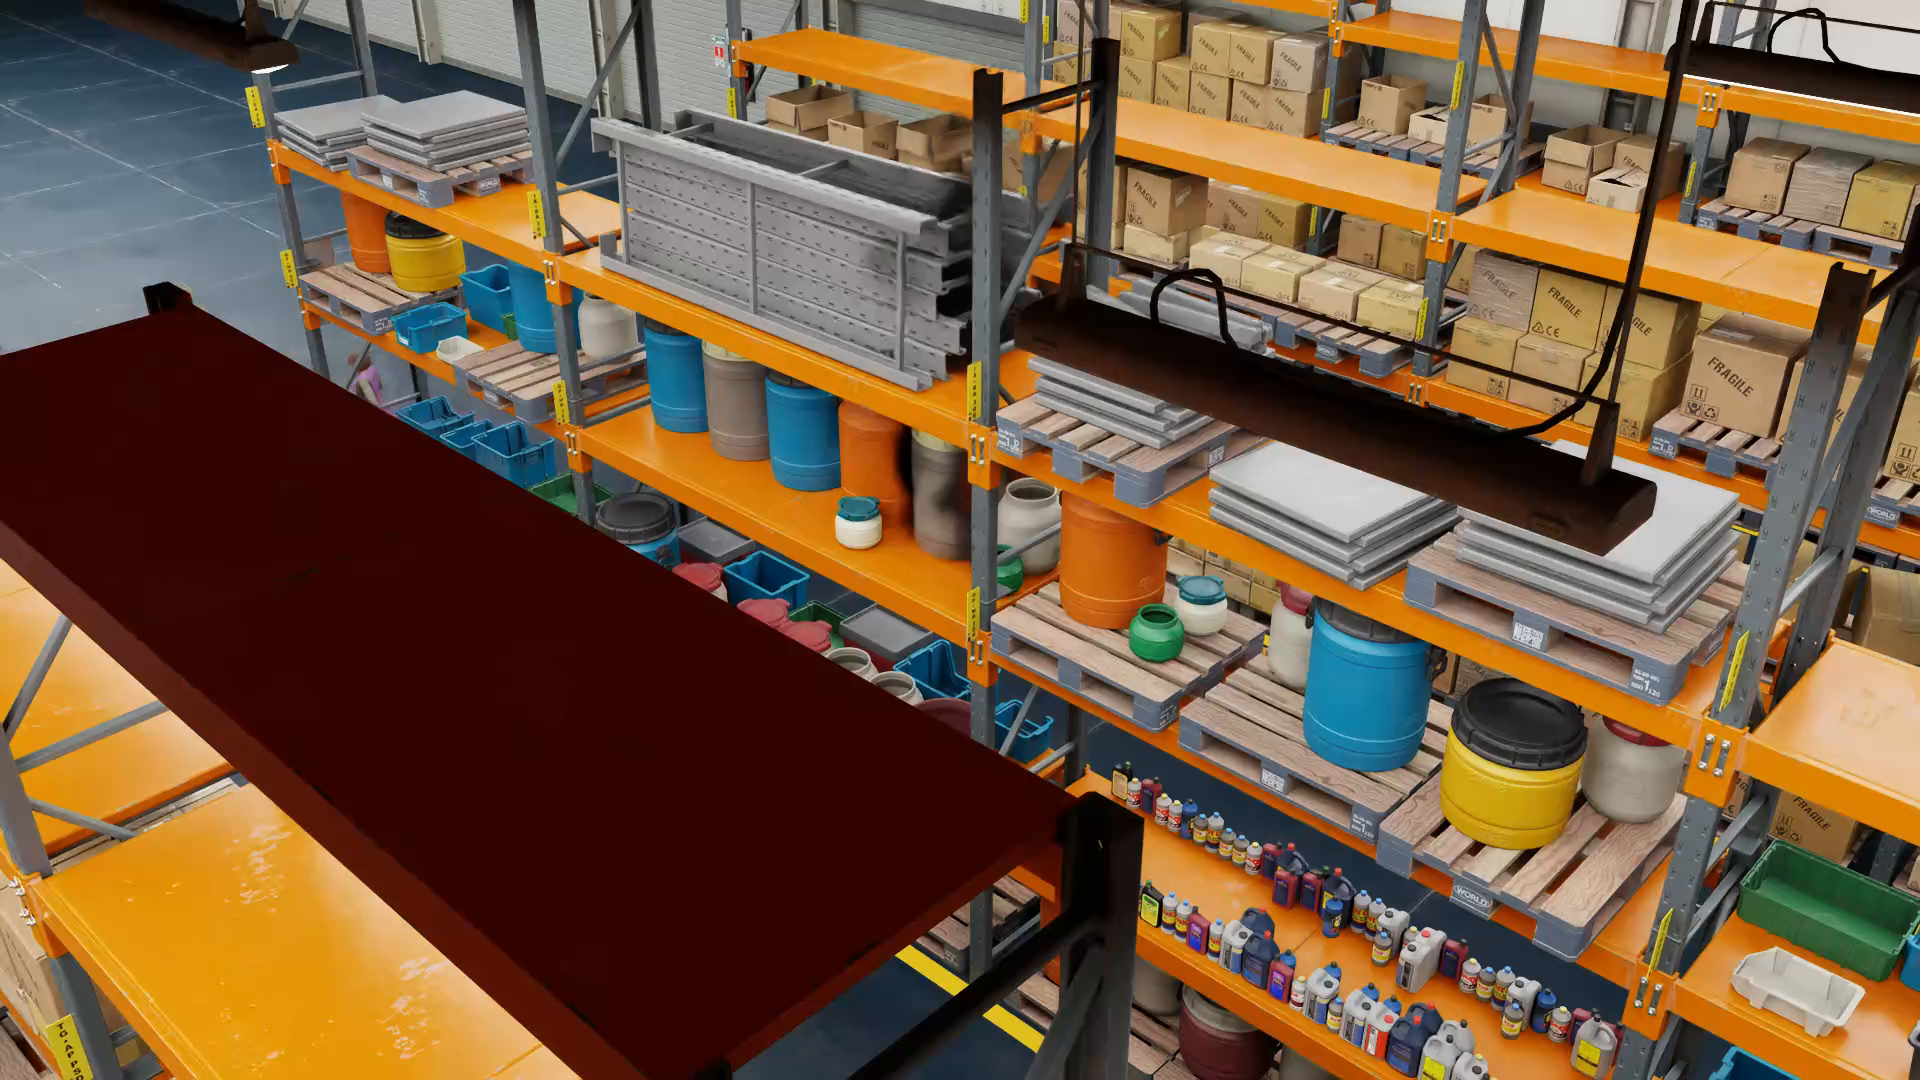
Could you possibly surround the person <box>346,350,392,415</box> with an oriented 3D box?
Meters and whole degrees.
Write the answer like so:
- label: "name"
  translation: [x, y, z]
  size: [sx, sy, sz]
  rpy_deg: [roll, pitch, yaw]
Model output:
- label: "person"
  translation: [-5.977, -1.202, 16.823]
  size: [0.555, 1.530, 0.552]
  rpy_deg: [1, 29, 2]
